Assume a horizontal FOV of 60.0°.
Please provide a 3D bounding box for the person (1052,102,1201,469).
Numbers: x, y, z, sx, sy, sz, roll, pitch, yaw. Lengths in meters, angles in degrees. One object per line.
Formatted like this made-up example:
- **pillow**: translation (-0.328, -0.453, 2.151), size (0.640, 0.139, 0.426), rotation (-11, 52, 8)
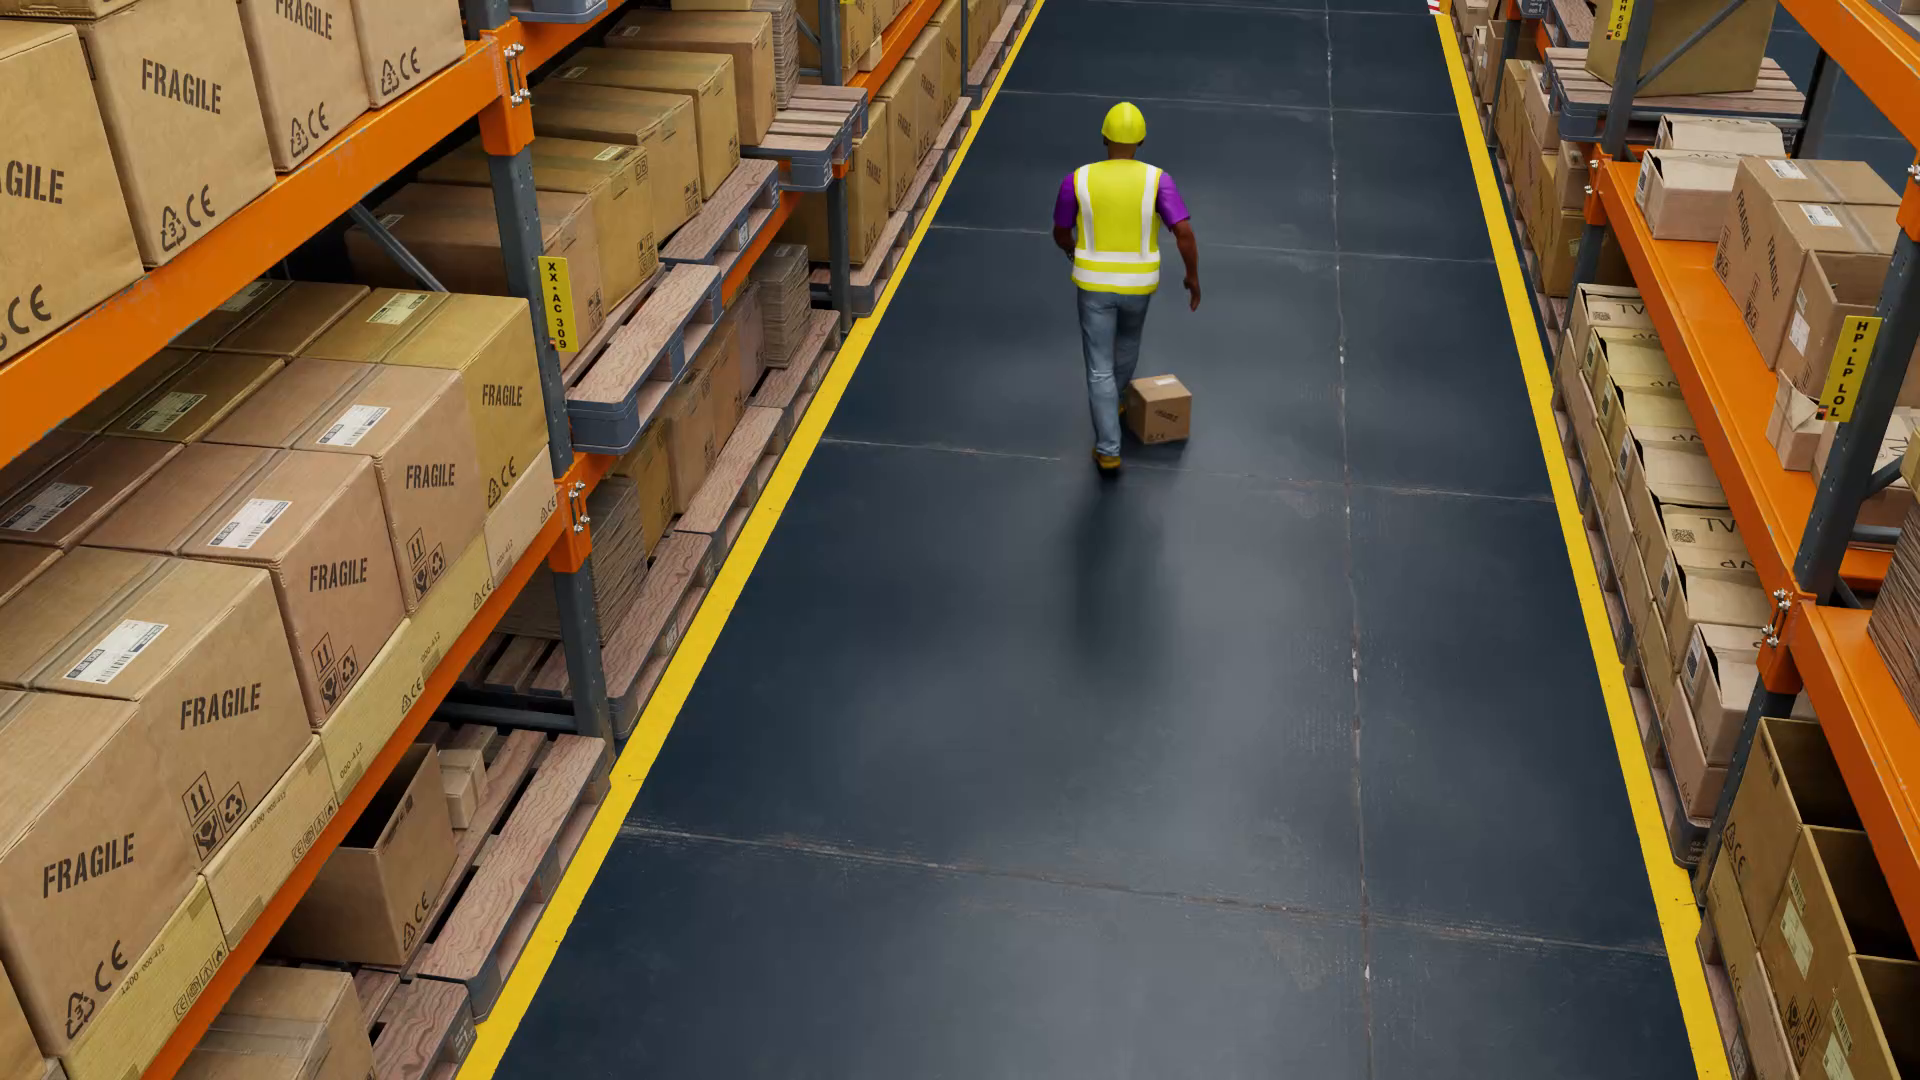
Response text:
- **person**: translation (0.808, -1.235, 8.169), size (0.719, 1.780, 0.956), rotation (0, 32, -1)
